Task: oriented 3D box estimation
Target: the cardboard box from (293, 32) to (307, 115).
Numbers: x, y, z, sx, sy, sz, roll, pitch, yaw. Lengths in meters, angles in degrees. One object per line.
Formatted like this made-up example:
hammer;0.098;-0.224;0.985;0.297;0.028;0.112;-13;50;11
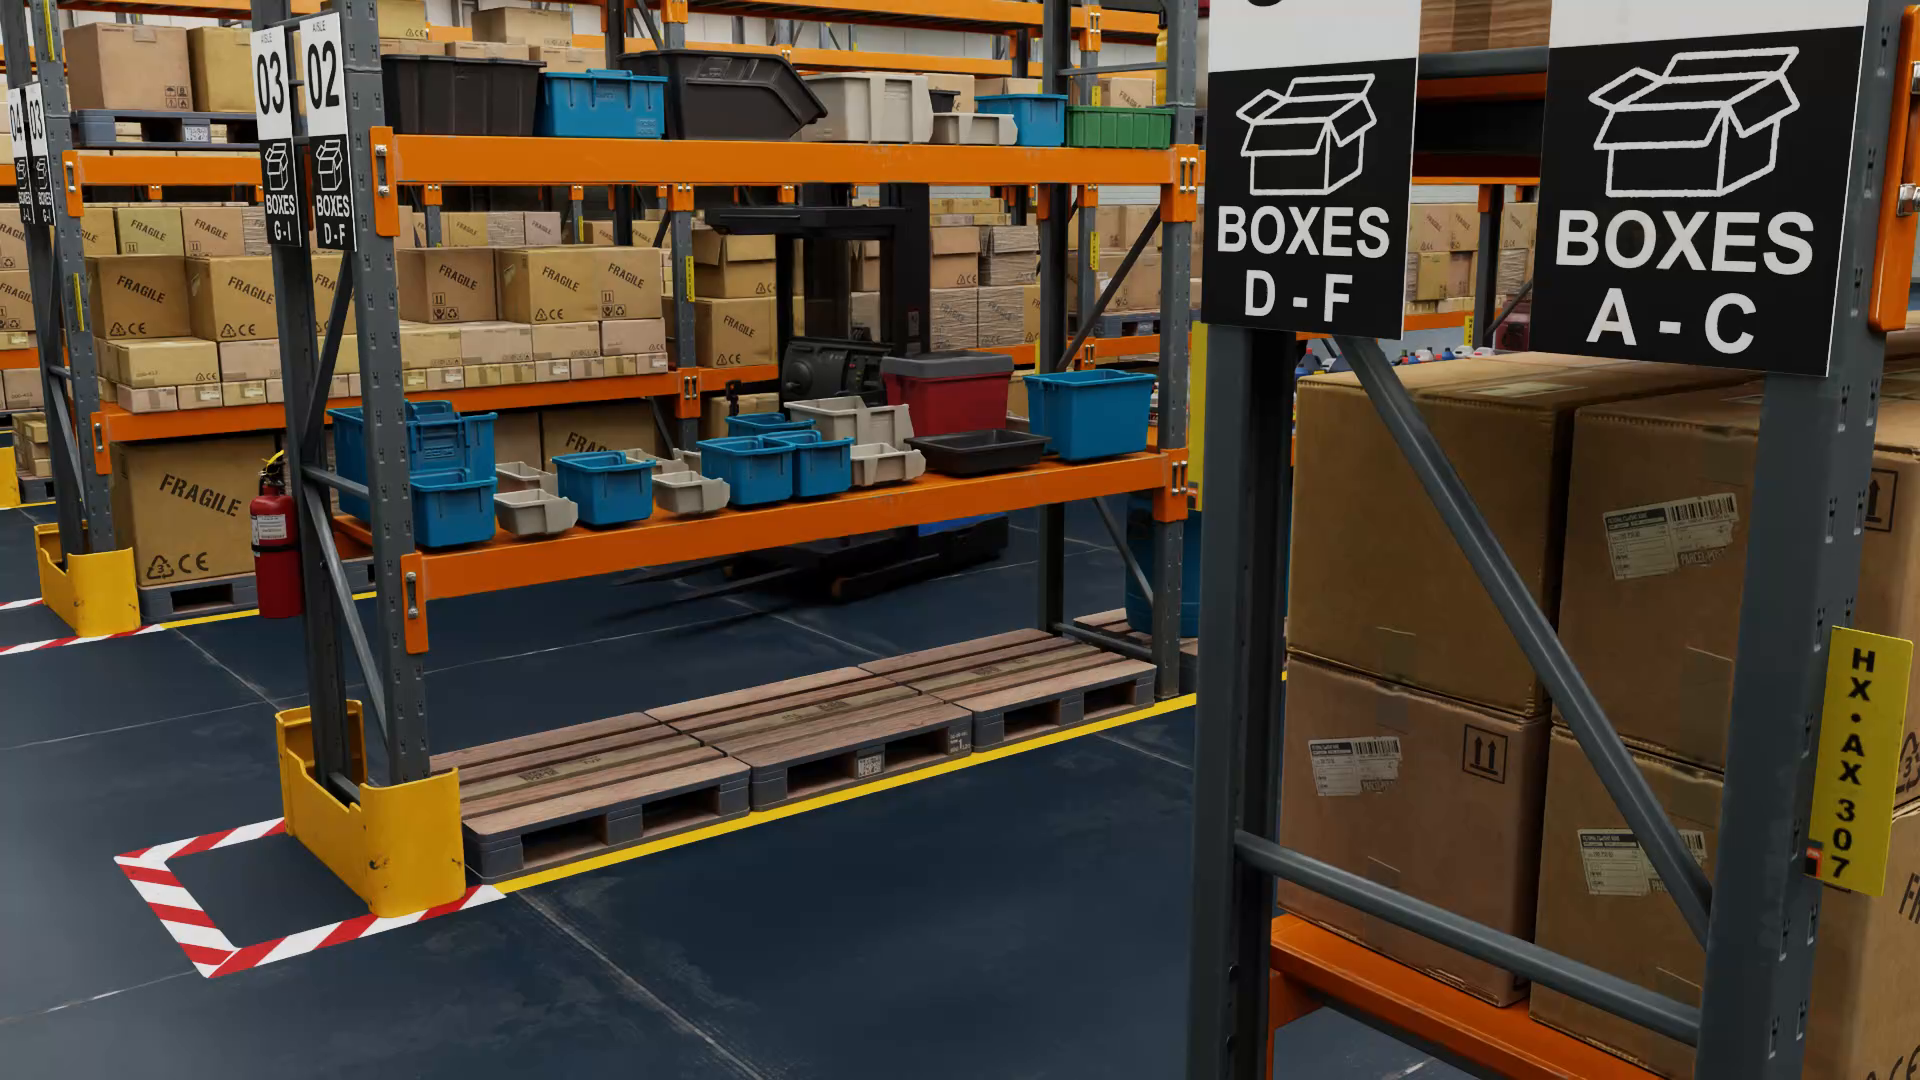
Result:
cardboard box;-4.165;-2.975;10.704;0.500;0.500;0.700;-11;16;-41

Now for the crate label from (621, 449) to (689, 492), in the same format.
crate label;-1.371;-0.308;7.346;0.243;0.136;0.396;-9;15;-38

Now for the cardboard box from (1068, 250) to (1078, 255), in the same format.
cardboard box;1.205;-3.498;21.519;0.550;0.550;0.875;-9;15;-38

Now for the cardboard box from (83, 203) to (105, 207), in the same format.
cardboard box;-9.755;-3.700;18.623;0.250;0.149;0.380;-9;15;-38

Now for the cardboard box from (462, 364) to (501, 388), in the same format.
cardboard box;-3.339;-1.137;11.365;0.250;0.149;0.380;-10;15;-39

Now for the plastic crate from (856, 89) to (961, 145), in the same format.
plastic crate;-0.350;-2.002;7.930;0.590;0.269;0.497;-9;15;-38

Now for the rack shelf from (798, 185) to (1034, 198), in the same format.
rack shelf;-0.685;-5.539;26.004;4.000;0.370;1.077;-9;15;-38

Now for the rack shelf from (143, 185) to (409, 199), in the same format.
rack shelf;-10.035;-5.306;24.905;4.000;0.370;1.077;-9;15;-38

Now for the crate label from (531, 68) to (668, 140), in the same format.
crate label;-1.410;-1.658;6.354;0.502;0.251;0.408;-9;15;-38

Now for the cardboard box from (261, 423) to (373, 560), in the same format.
cardboard box;-4.266;-0.380;11.302;0.875;0.875;0.875;-9;15;-38

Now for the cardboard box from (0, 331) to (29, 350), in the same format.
cardboard box;-7.988;-1.684;13.940;0.250;0.149;0.380;-10;15;-38

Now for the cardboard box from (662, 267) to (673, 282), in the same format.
cardboard box;-3.103;-2.812;17.527;0.250;0.149;0.380;-10;15;-38

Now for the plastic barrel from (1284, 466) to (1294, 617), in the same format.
plastic barrel;1.780;-0.054;9.704;0.708;0.901;0.600;-9;15;-38

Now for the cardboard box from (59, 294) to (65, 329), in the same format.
cardboard box;-7.520;-2.099;14.335;0.500;0.500;0.500;-9;15;-38

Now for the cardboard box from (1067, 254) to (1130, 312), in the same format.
cardboard box;1.218;-2.369;15.312;0.500;0.500;0.500;11;16;43

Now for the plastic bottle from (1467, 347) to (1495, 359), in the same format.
plastic bottle;3.470;-1.146;11.101;0.135;0.276;0.152;-9;15;-38

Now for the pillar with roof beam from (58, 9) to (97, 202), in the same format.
pillar with roof beam;-10.015;-6.223;20.271;0.400;9.000;9.100;-9;15;-38

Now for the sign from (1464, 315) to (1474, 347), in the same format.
sign;3.566;-1.403;11.621;0.005;0.325;0.100;-9;15;-38

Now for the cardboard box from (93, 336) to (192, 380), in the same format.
cardboard box;-5.213;-1.178;10.600;0.500;0.250;0.500;-10;15;-39

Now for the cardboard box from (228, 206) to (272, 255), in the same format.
cardboard box;-6.329;-2.783;15.150;0.500;0.500;0.500;-9;15;-36

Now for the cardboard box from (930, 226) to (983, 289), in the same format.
cardboard box;-0.271;-2.401;14.060;0.637;0.503;0.797;-9;15;-36

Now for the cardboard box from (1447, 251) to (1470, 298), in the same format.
cardboard box;5.074;-2.940;18.297;0.500;0.500;0.875;-9;15;-38

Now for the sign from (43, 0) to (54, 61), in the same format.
sign;-5.084;-2.843;9.278;0.005;0.325;0.100;-9;15;-38

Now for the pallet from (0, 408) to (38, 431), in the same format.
pallet;-11.041;-1.360;18.524;1.213;0.211;1.003;-9;15;-38

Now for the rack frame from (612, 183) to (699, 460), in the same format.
rack frame;-2.303;-1.519;12.561;0.127;3.000;1.000;-9;15;-38

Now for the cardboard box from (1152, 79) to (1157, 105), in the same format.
cardboard box;1.747;-3.883;15.029;0.500;0.500;0.500;-9;15;-37

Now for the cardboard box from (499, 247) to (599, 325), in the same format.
cardboard box;-2.888;-1.791;11.679;0.500;0.500;0.500;-9;15;-37

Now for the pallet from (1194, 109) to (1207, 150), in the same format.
pallet;1.343;-2.208;9.039;1.003;0.211;1.213;-9;15;-38

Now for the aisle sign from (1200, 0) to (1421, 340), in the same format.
aisle sign;0.515;-0.705;2.470;0.004;0.787;0.394;-9;15;-38

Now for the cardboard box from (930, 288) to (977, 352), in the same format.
cardboard box;-0.206;-1.851;13.884;0.500;0.500;0.500;-10;16;-39

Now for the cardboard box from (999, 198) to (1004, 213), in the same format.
cardboard box;0.614;-5.265;26.839;0.500;0.500;0.700;-10;16;-39

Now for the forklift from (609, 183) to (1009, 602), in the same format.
forklift;-0.962;-1.147;10.975;1.130;2.935;3.031;9;15;38

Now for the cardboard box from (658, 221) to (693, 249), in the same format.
cardboard box;-4.061;-4.205;23.241;0.500;0.500;0.500;-9;15;-37

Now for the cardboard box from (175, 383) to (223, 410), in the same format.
cardboard box;-4.743;-0.903;10.265;0.250;0.149;0.380;-10;15;-38

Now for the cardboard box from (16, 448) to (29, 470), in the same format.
cardboard box;-8.165;-0.731;14.700;0.250;0.149;0.380;-9;15;-37

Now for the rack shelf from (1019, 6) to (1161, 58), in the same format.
rack shelf;2.383;-4.685;15.720;4.000;0.370;1.077;-9;15;-38

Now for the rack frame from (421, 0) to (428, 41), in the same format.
rack frame;-5.322;-5.271;15.788;0.127;3.000;1.000;-9;15;-38

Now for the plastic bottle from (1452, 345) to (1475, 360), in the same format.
plastic bottle;3.375;-1.170;11.217;0.135;0.276;0.152;-9;15;-38

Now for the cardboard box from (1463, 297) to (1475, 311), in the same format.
cardboard box;5.463;-2.610;18.304;0.250;0.149;0.380;-9;15;-38

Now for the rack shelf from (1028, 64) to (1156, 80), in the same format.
rack shelf;2.486;-6.021;22.015;4.000;0.370;1.077;-9;15;-38

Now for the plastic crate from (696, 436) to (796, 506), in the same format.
plastic crate;-0.905;-0.294;7.048;0.300;0.233;0.416;-9;15;-38

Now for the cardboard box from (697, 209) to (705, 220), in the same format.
cardboard box;-3.619;-4.720;24.107;0.250;0.149;0.380;-8;15;-35

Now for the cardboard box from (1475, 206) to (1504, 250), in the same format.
cardboard box;5.618;-3.454;18.311;0.500;0.500;0.500;-9;15;-38

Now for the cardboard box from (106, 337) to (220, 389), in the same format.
cardboard box;-4.882;-1.091;10.188;0.500;0.250;0.500;-10;16;-39

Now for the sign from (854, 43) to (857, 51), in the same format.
sign;-1.899;-8.828;30.101;0.005;0.325;0.100;-9;15;-38

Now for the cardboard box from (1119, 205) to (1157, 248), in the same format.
cardboard box;2.099;-4.157;22.021;0.550;0.550;0.875;-9;15;-38

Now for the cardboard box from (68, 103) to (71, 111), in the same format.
cardboard box;-7.533;-3.539;14.008;0.500;0.250;0.500;-10;15;-38

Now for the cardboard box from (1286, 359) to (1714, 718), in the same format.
cardboard box;0.935;-0.033;2.915;0.500;0.500;0.500;-10;15;-38

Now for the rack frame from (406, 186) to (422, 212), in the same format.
rack frame;-8.474;-4.450;26.364;0.127;3.000;1.000;-9;15;-38

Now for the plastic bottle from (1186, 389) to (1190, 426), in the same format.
plastic bottle;1.275;-0.752;9.425;0.097;0.201;0.097;0;12;0

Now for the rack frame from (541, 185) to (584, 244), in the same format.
rack frame;-5.370;-3.645;22.575;0.127;3.000;1.000;-9;15;-38

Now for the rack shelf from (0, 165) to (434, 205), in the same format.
rack shelf;-6.884;-3.192;14.952;4.000;0.370;1.077;-9;15;-38

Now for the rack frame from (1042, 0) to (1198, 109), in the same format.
rack frame;0.792;-3.650;8.154;0.127;3.000;1.000;-9;15;-38

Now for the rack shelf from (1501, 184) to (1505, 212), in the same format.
rack shelf;5.477;-2.610;12.207;4.000;0.370;1.077;-9;15;-38

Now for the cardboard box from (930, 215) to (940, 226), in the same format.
cardboard box;-0.650;-3.649;19.946;0.500;0.500;0.700;-10;15;-38
